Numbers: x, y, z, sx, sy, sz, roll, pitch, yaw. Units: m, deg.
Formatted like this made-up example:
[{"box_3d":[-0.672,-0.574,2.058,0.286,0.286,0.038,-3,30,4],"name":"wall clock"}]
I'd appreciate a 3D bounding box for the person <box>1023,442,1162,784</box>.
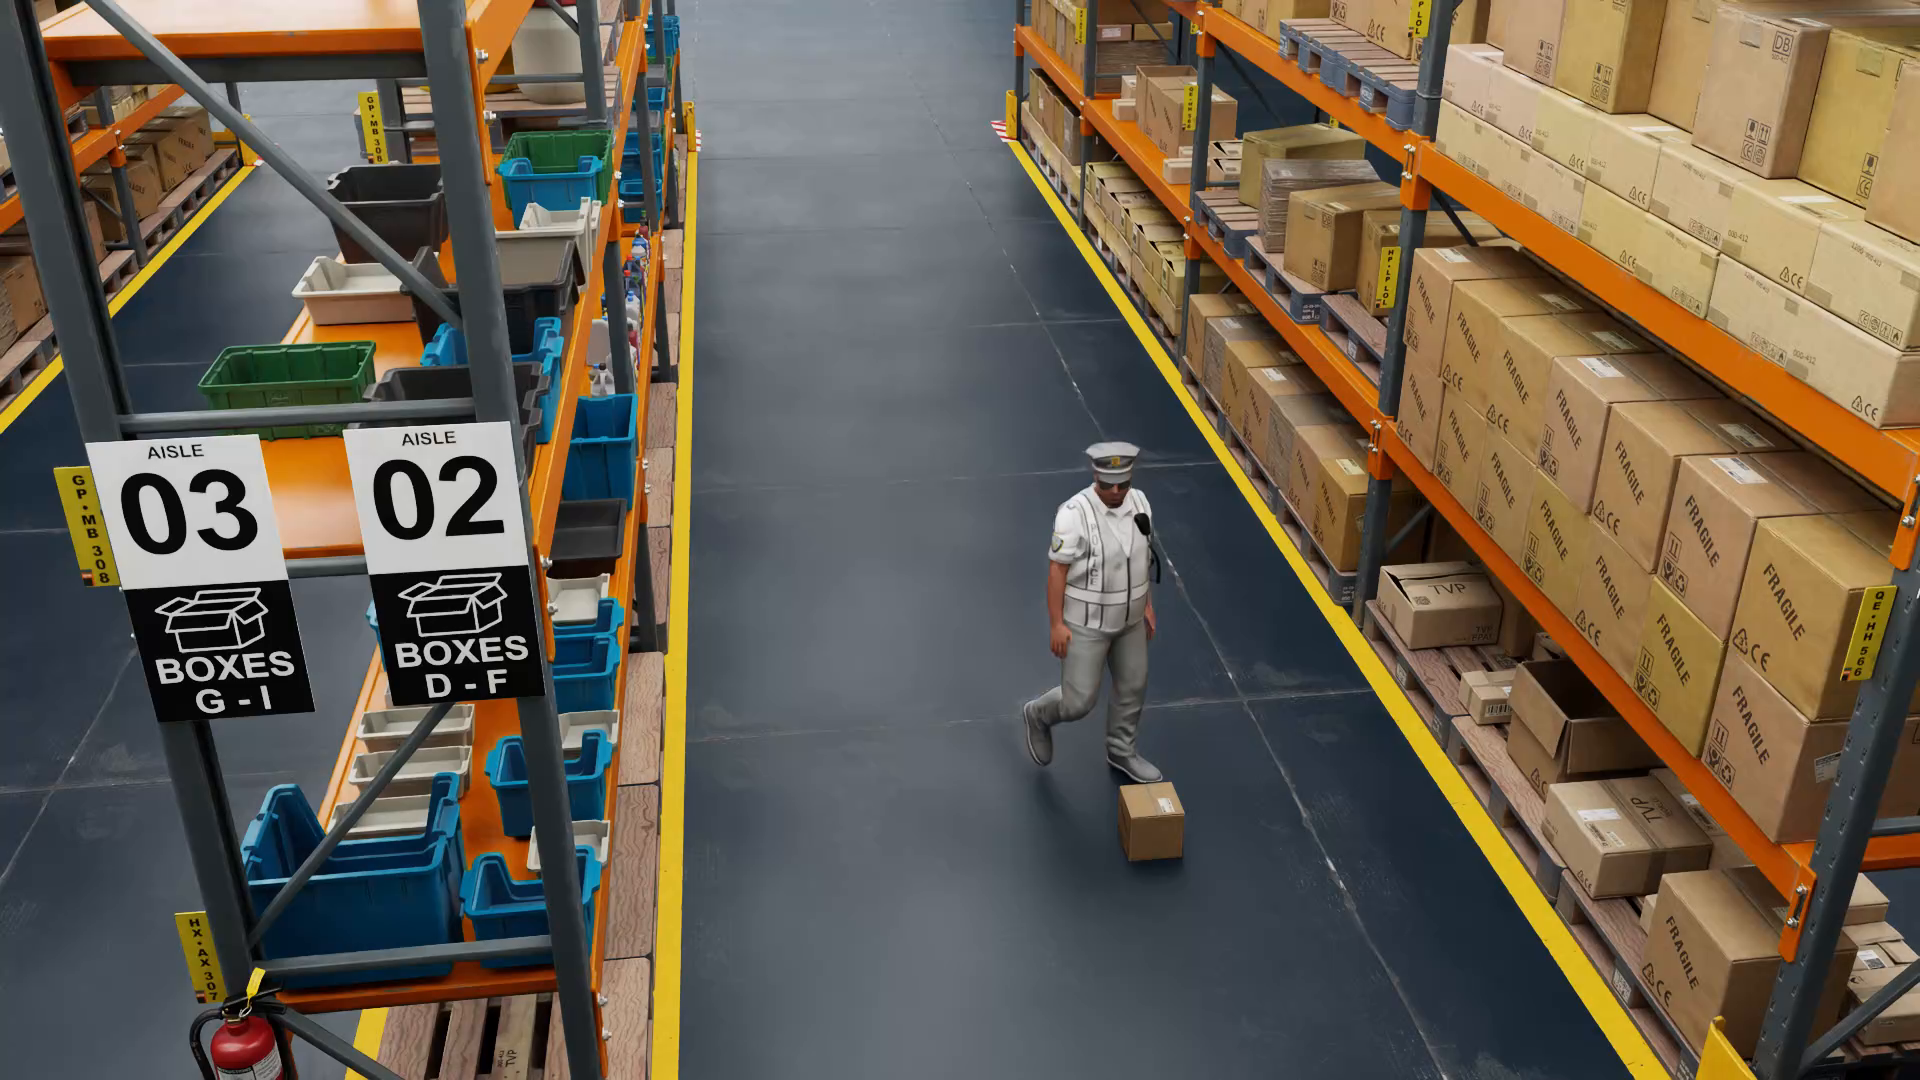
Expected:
[{"box_3d":[0.668,0.345,7.889,0.589,1.743,0.654,-18,32,-31],"name":"person"}]
